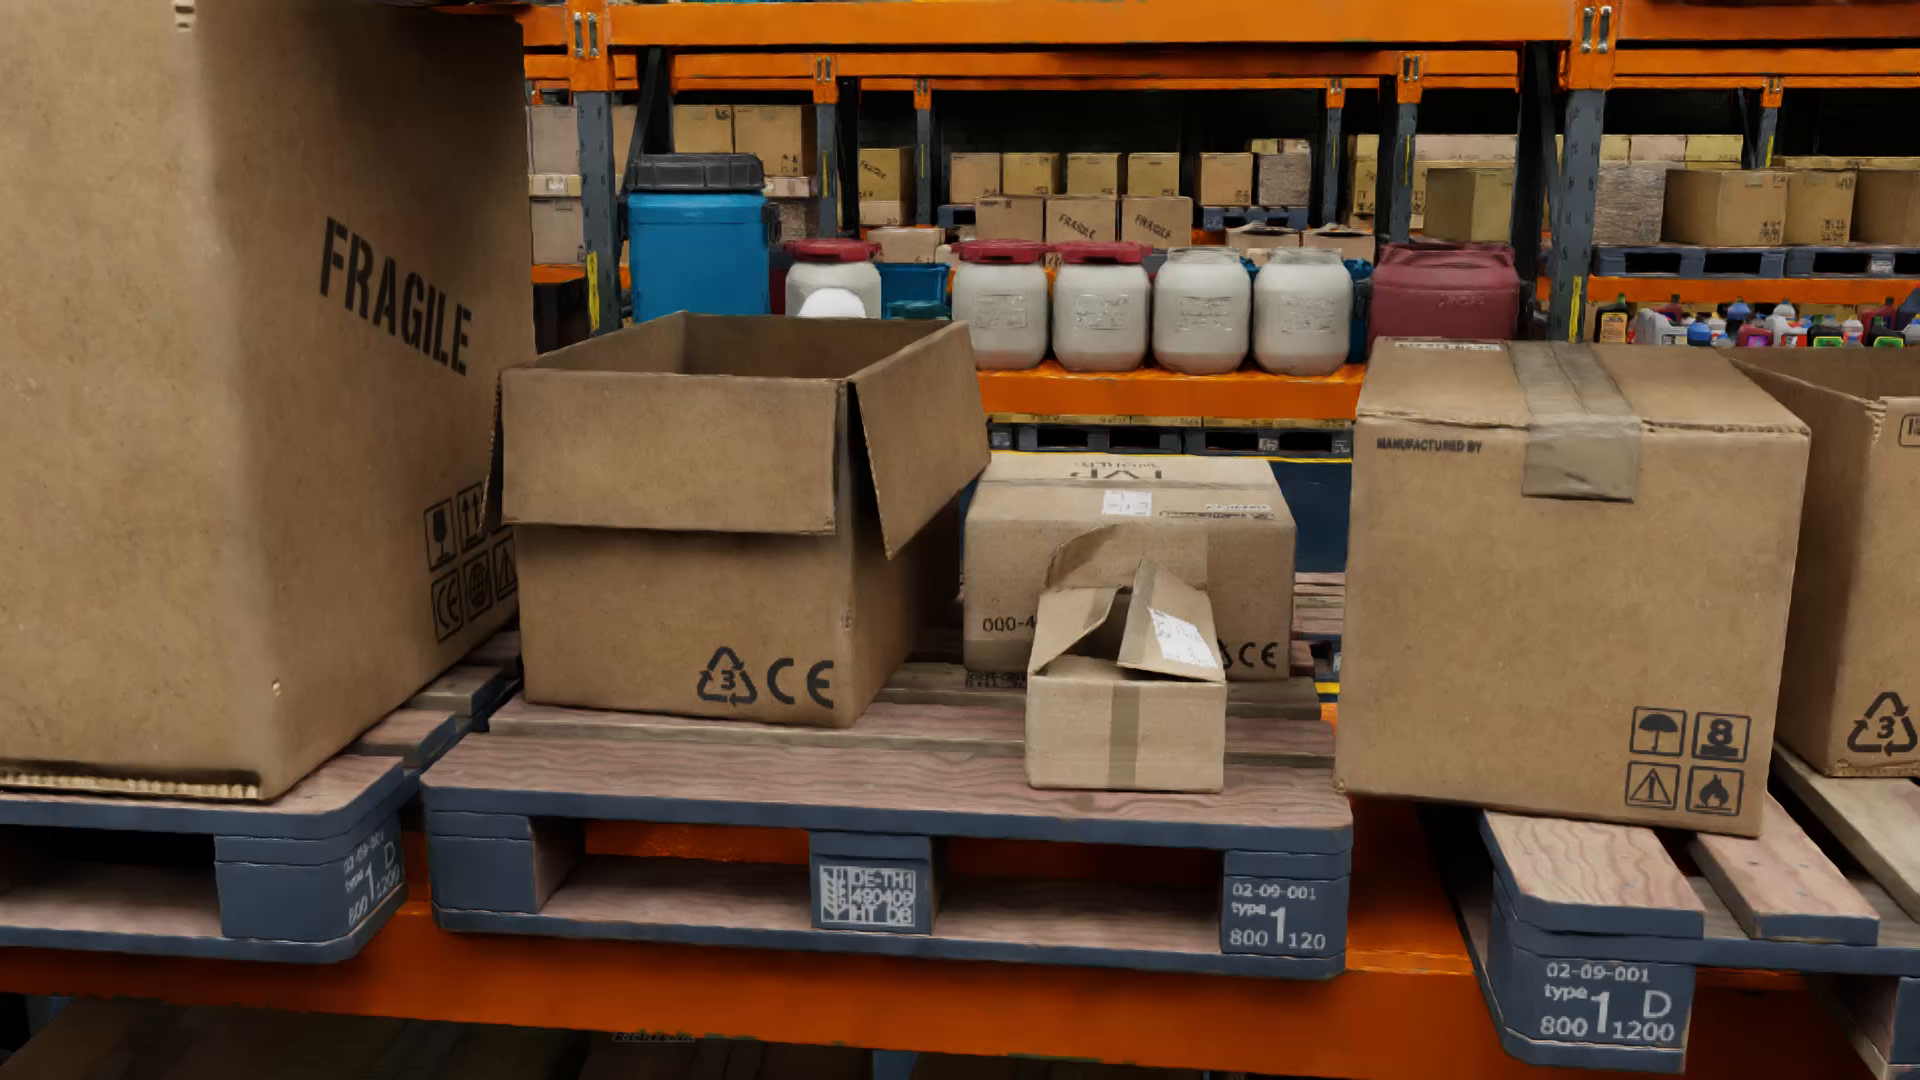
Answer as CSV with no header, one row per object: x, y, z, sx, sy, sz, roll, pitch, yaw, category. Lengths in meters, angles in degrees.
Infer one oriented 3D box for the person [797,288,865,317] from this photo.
-0.446,-0.057,6.183,0.817,1.748,0.588,-2,14,-9,person
